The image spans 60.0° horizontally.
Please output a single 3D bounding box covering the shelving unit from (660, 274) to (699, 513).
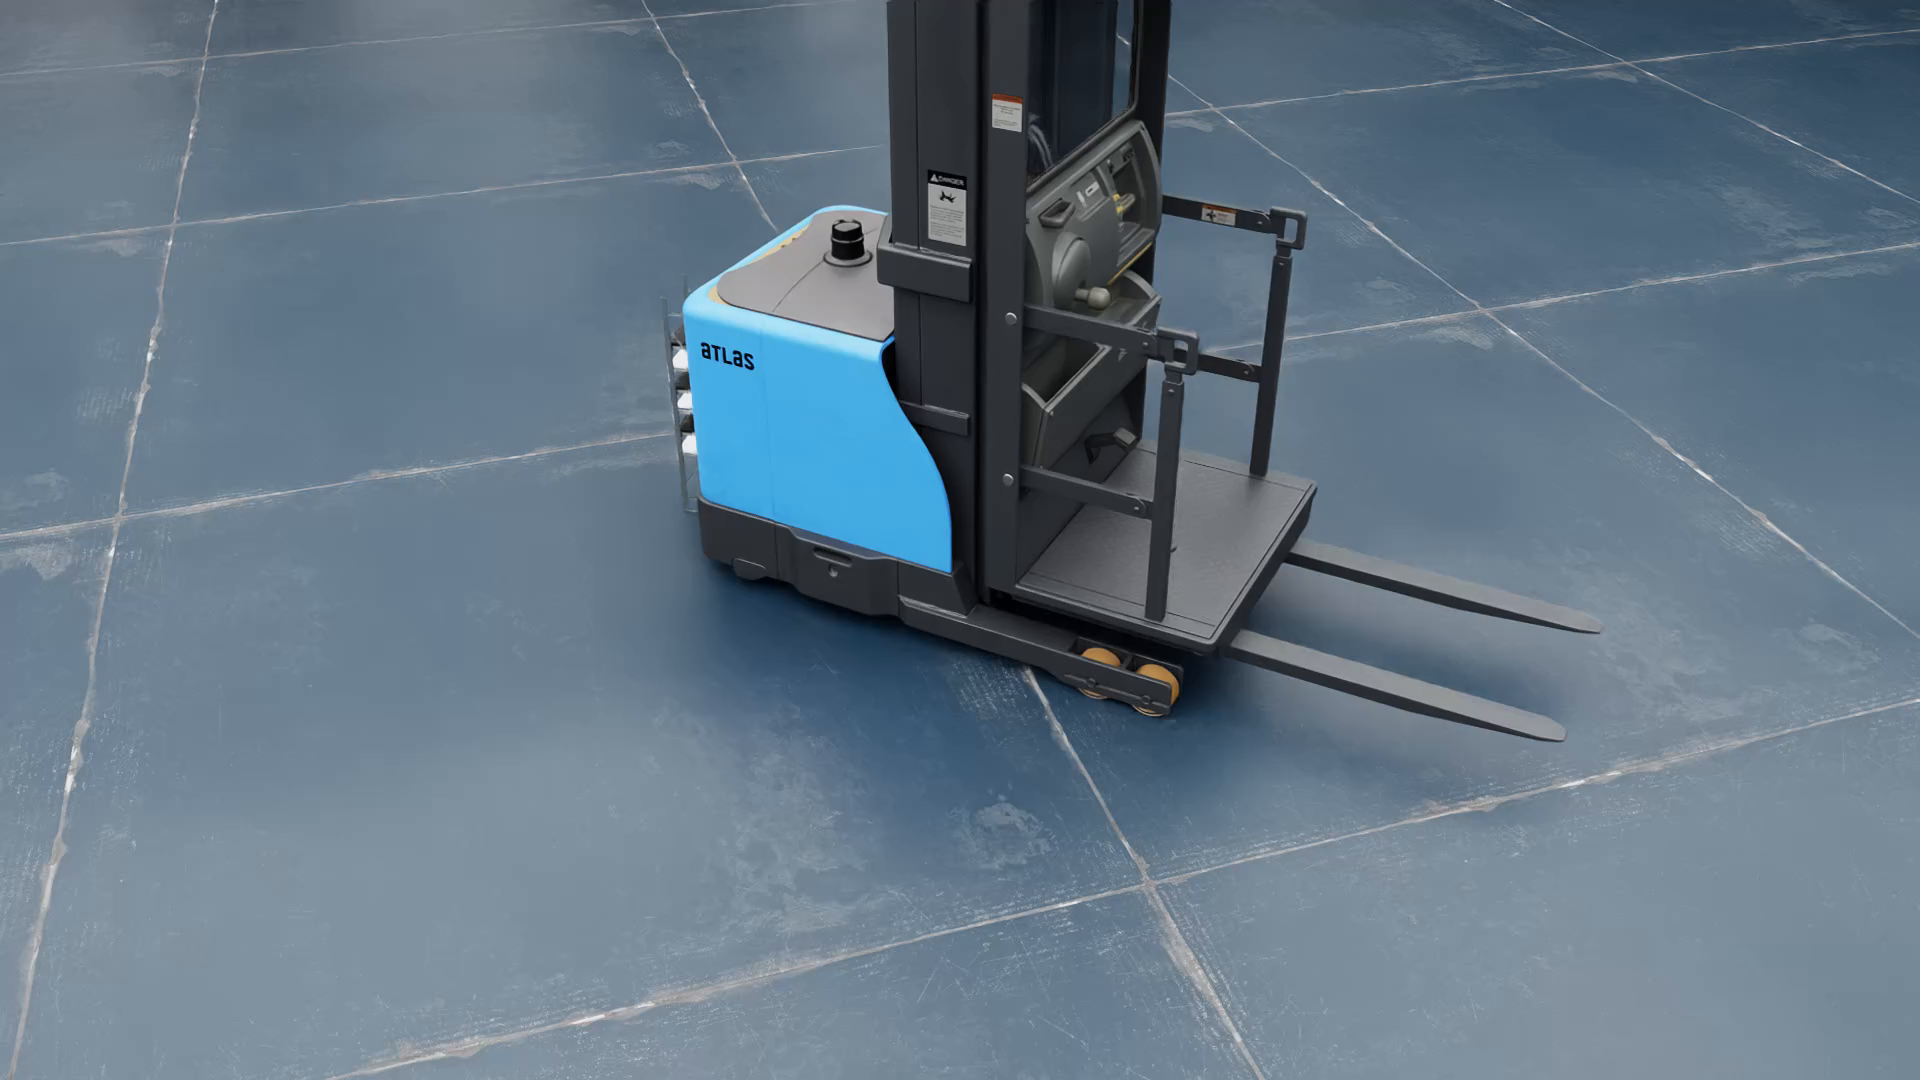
[{"bbox_3d":[-0.926,-0.529,6.233,0.258,0.900,0.210,7,34,11],"label":"shelving unit"}]

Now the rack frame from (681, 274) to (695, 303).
[{"bbox_3d":[-0.903,-0.583,6.316,0.240,0.900,0.006,7,34,11],"label":"rack frame"}]

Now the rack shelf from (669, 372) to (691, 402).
[{"bbox_3d":[-0.927,-0.576,6.202,0.258,0.077,0.200,7,34,11],"label":"rack shelf"}]

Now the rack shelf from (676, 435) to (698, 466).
[{"bbox_3d":[-0.926,-0.351,6.351,0.258,0.077,0.200,7,34,11],"label":"rack shelf"}]

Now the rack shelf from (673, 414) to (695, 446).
[{"bbox_3d":[-0.926,-0.426,6.301,0.258,0.077,0.200,7,34,11],"label":"rack shelf"}]

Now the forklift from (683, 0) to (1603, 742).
[{"bbox_3d":[0.606,-0.988,5.086,3.031,2.935,1.130,16,37,23],"label":"forklift"}]

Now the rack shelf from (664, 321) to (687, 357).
[{"bbox_3d":[-0.927,-0.726,6.103,0.258,0.077,0.200,7,34,11],"label":"rack shelf"}]

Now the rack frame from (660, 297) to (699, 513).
[{"bbox_3d":[-0.950,-0.474,6.151,0.240,0.900,0.006,7,34,11],"label":"rack frame"}]

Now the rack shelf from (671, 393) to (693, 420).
[{"bbox_3d":[-0.926,-0.501,6.252,0.258,0.077,0.200,7,34,11],"label":"rack shelf"}]

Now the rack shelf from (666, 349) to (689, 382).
[{"bbox_3d":[-0.927,-0.651,6.153,0.258,0.077,0.200,7,34,11],"label":"rack shelf"}]
